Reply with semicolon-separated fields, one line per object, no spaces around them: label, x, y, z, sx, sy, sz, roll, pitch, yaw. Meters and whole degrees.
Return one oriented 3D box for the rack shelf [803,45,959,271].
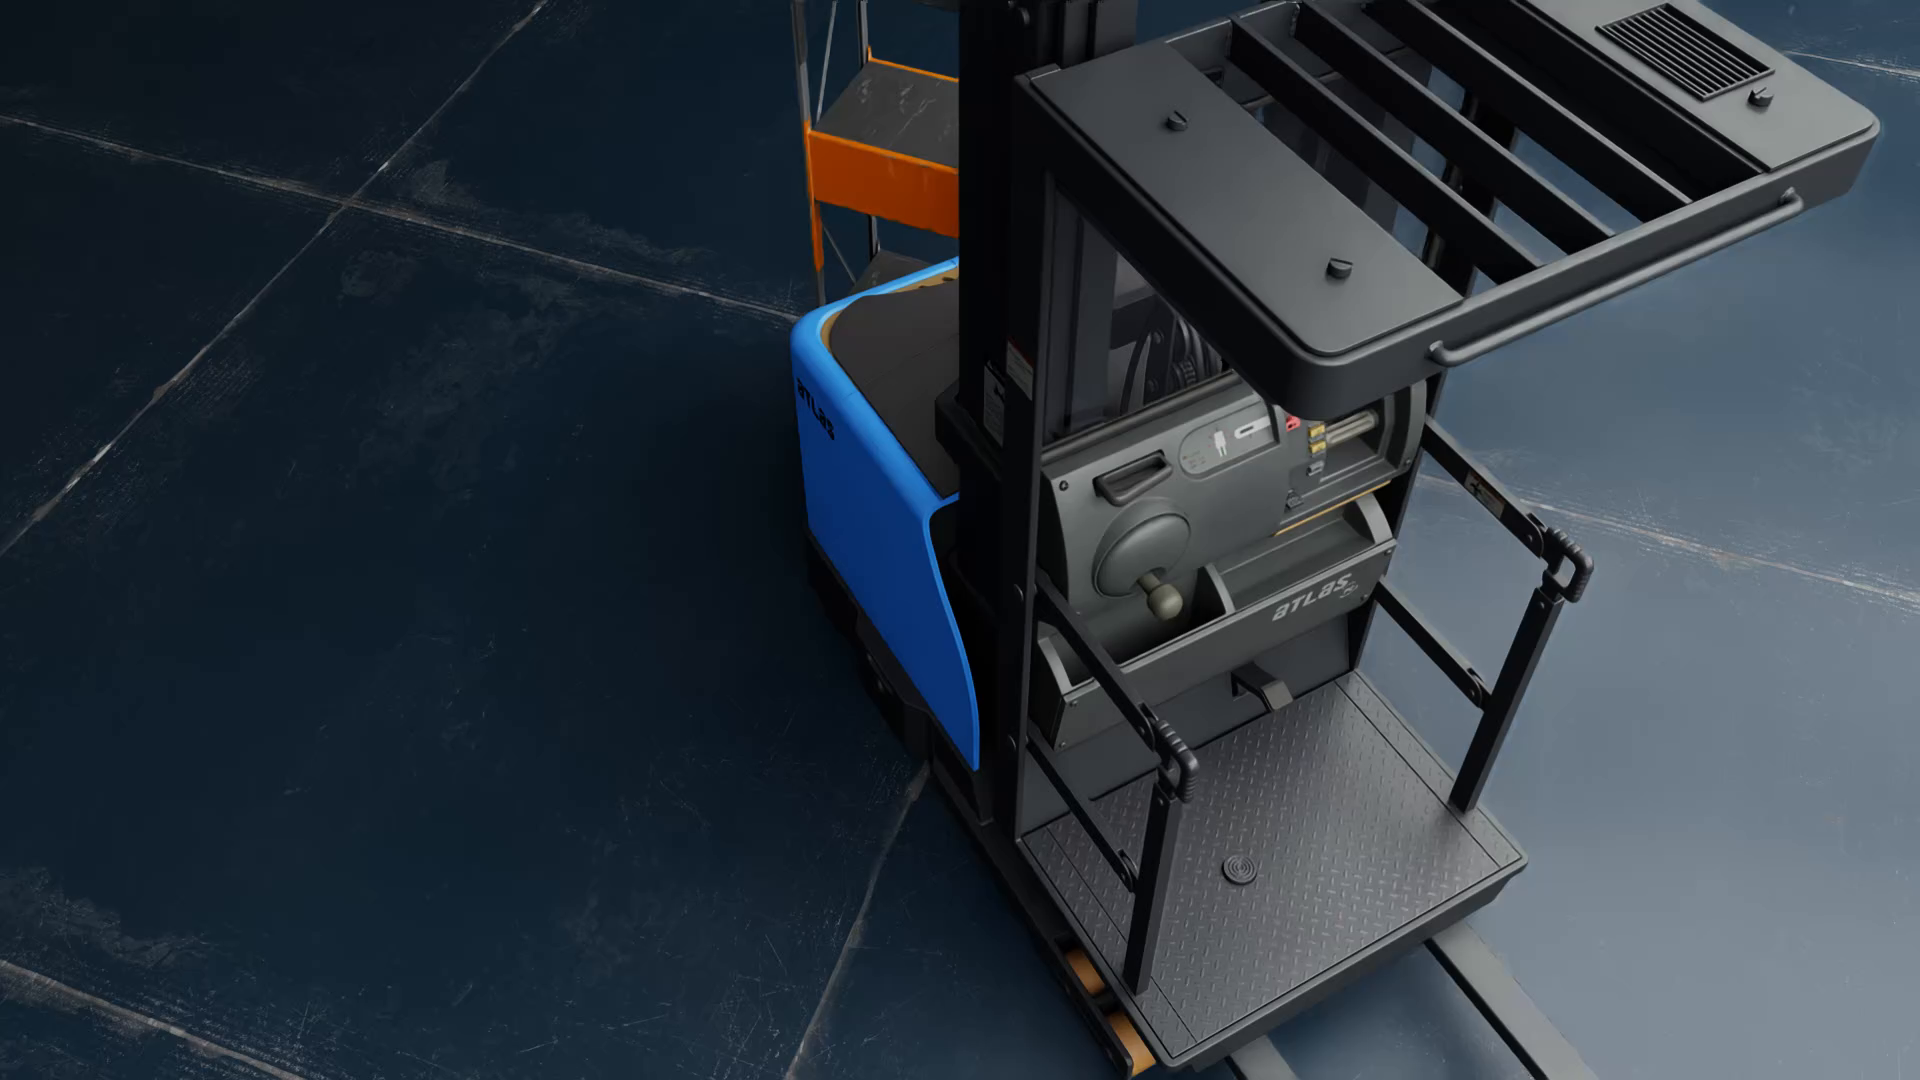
rack shelf;-0.125;-1.035;4.776;0.480;0.518;0.431;18;52;15

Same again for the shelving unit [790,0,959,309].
shelving unit;-0.125;-1.044;4.766;0.503;2.100;0.431;18;52;15

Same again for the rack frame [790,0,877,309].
rack frame;-0.349;-1.118;4.829;0.015;2.100;0.400;18;52;15

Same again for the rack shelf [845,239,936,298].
rack shelf;-0.125;-0.577;5.305;0.480;0.518;0.431;18;52;15

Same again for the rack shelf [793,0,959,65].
rack shelf;-0.125;-1.494;4.247;0.480;0.518;0.431;18;52;15

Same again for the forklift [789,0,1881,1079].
forklift;0.705;-0.048;3.352;1.130;2.935;3.031;-23;53;-19
